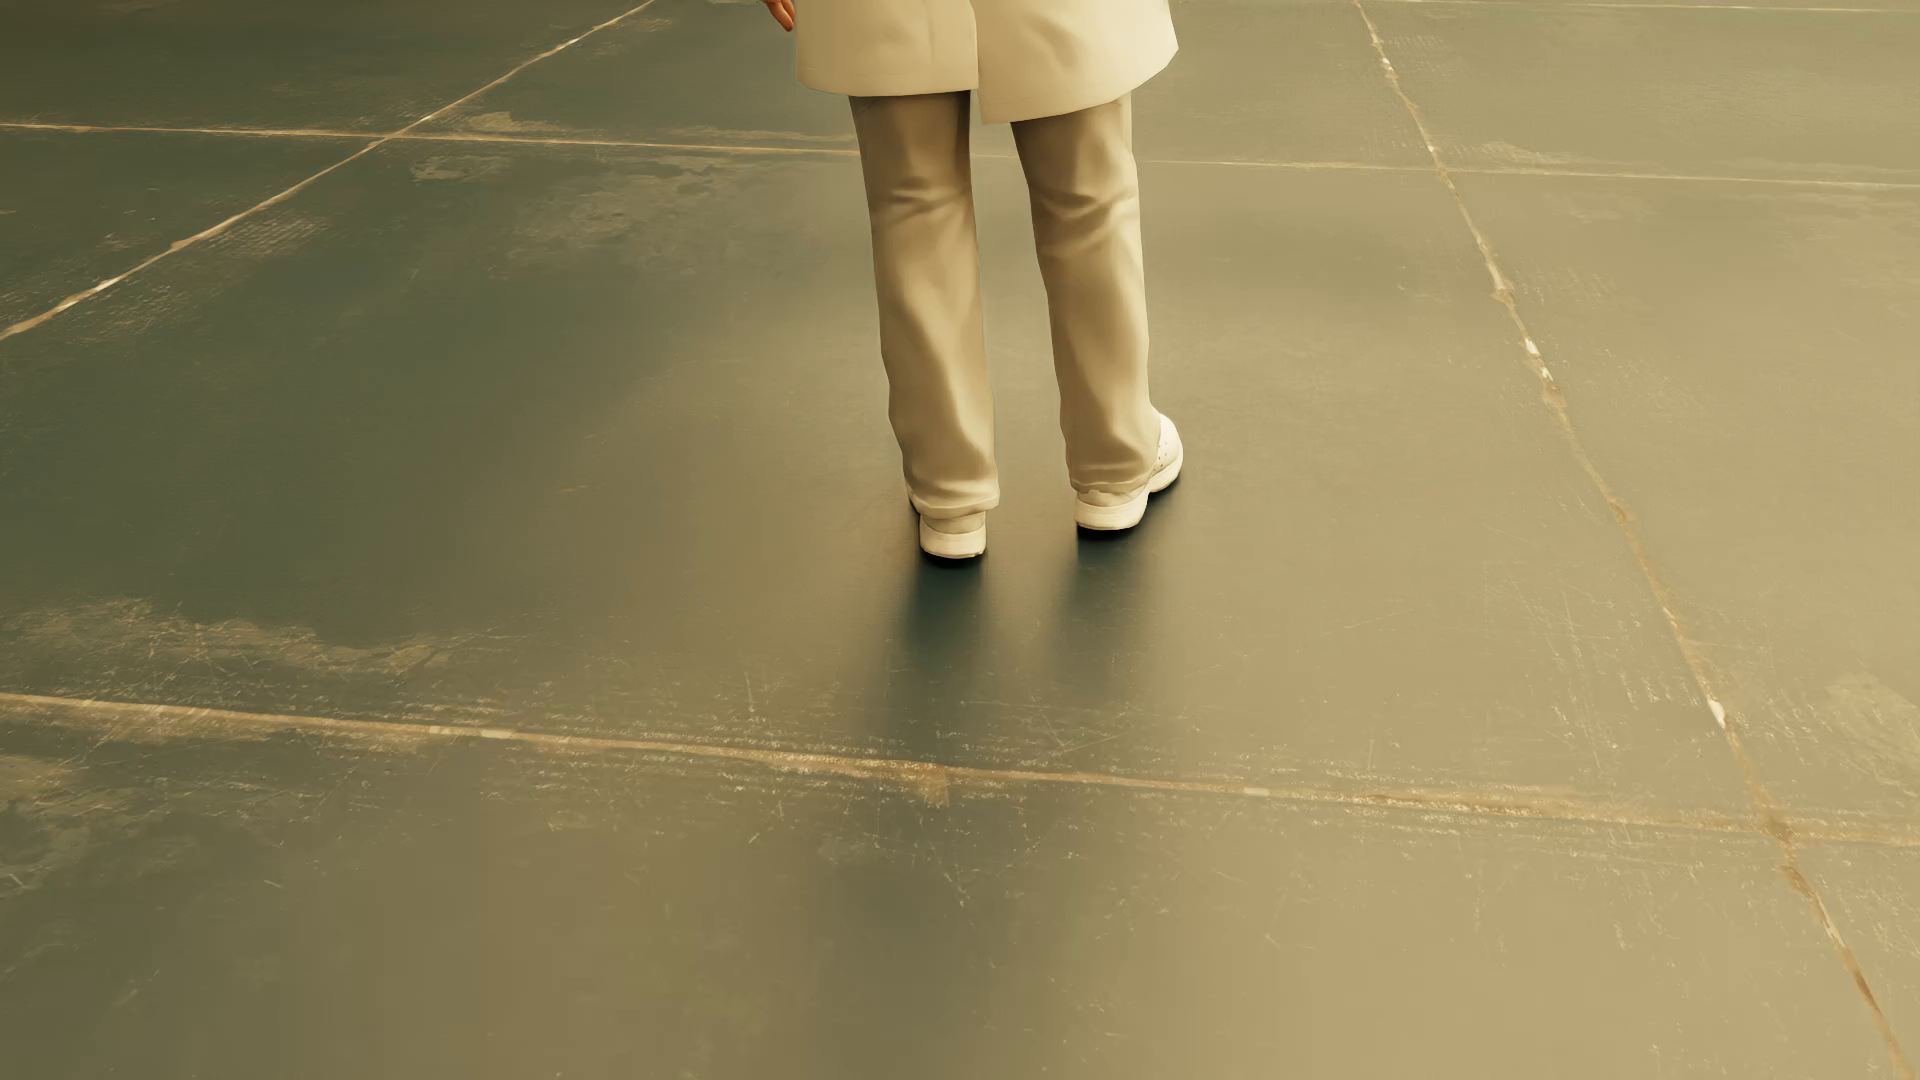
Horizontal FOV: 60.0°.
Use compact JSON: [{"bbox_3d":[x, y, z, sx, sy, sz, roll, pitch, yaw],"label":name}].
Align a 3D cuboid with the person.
[{"bbox_3d":[0.017,-0.842,2.179,0.696,1.776,0.581,3,27,7],"label":"person"}]
